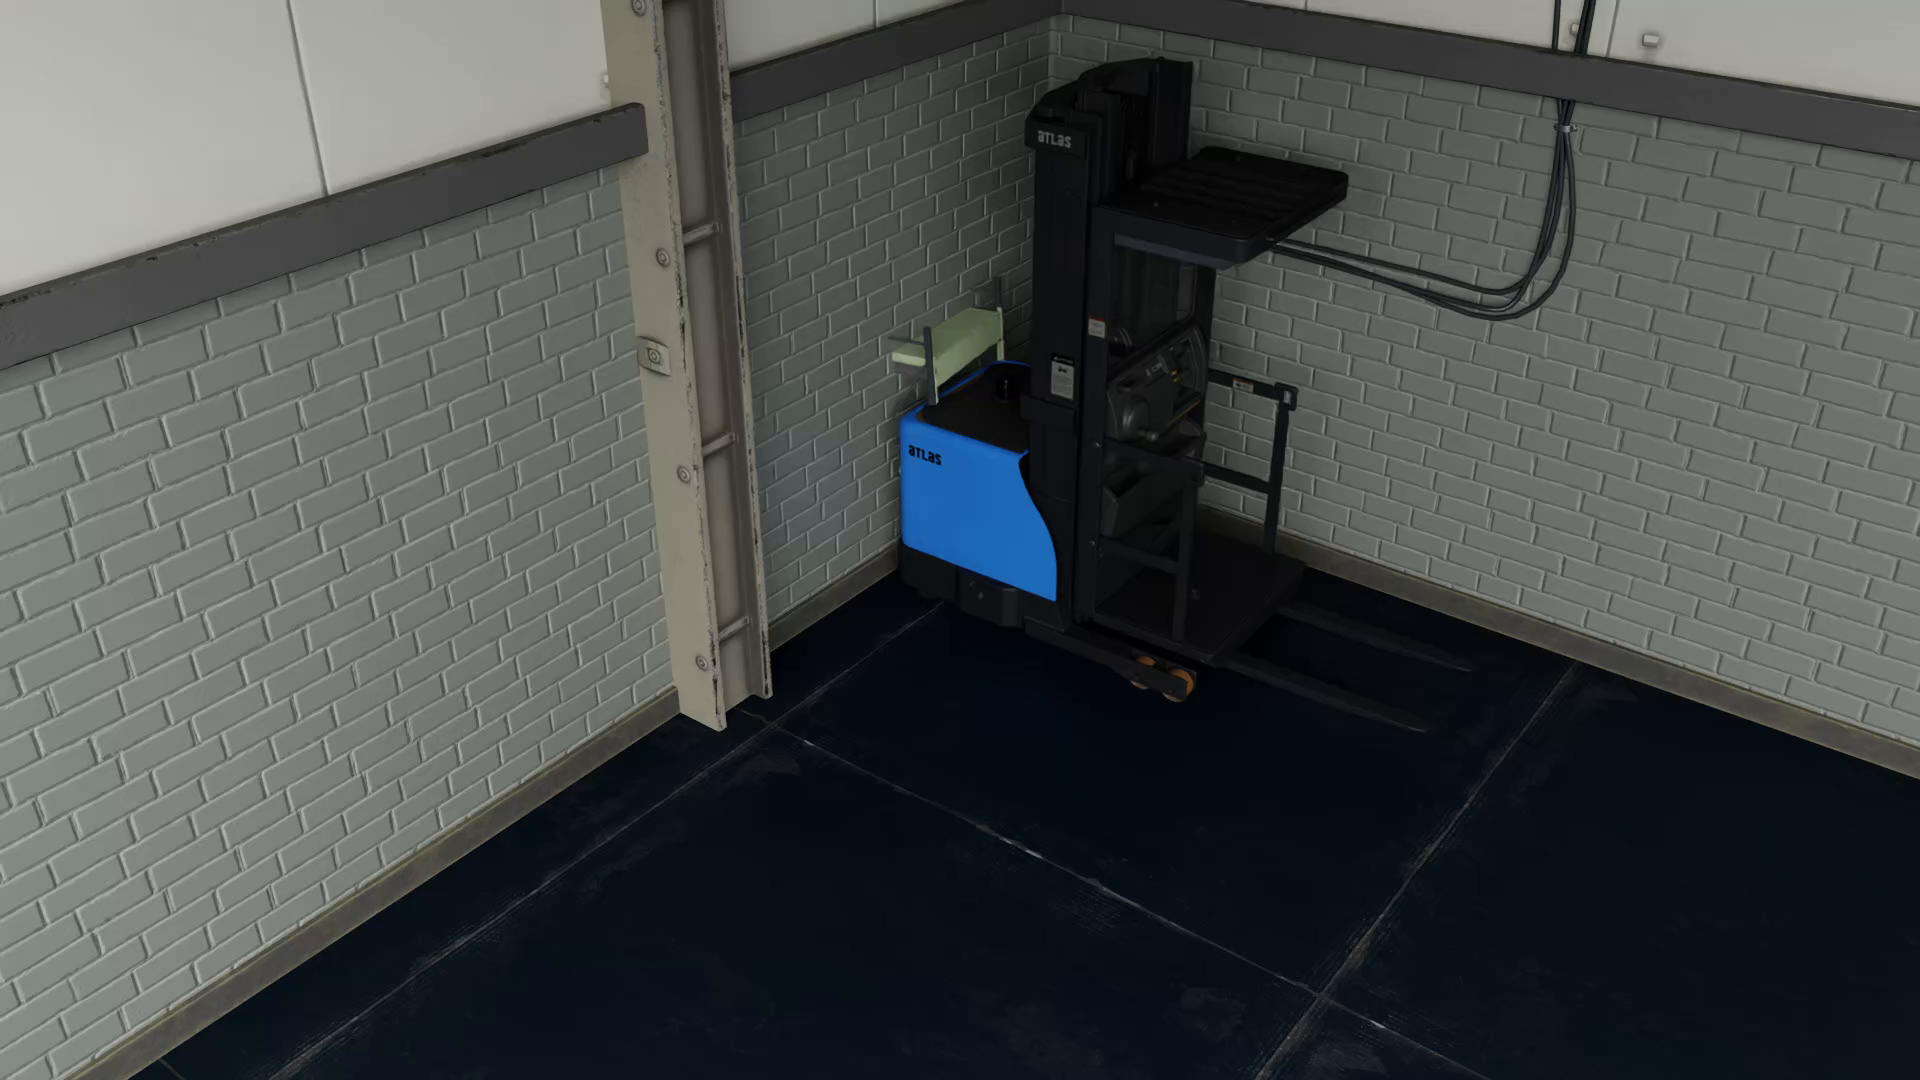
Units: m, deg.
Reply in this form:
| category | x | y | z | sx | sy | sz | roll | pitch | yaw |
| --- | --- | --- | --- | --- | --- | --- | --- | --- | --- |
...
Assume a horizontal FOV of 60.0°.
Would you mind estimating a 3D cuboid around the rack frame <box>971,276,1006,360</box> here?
| category | x | y | z | sx | sy | sz | roll | pitch | yaw |
| --- | --- | --- | --- | --- | --- | --- | --- | --- | --- |
| rack frame | 0.100 | -0.852 | 9.653 | 0.400 | 1.500 | 0.023 | 14 | 36 | 28 |

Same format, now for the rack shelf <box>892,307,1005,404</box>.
| category | x | y | z | sx | sy | sz | roll | pitch | yaw |
| --- | --- | --- | --- | --- | --- | --- | --- | --- | --- |
| rack shelf | -0.116 | -1.013 | 9.191 | 0.431 | 0.370 | 0.720 | 14 | 36 | 28 |

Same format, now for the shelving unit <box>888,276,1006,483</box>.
| category | x | y | z | sx | sy | sz | roll | pitch | yaw |
| --- | --- | --- | --- | --- | --- | --- | --- | --- | --- |
| shelving unit | -0.090 | -0.680 | 9.391 | 0.431 | 1.500 | 0.755 | 14 | 36 | 28 |

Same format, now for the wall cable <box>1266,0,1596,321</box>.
| category | x | y | z | sx | sy | sz | roll | pitch | yaw |
| --- | --- | --- | --- | --- | --- | --- | --- | --- | --- |
| wall cable | 1.642 | -2.506 | 8.256 | 3.097 | 2.526 | 0.112 | 21 | 37 | 31 |

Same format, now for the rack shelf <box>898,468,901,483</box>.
| category | x | y | z | sx | sy | sz | roll | pitch | yaw |
| --- | --- | --- | --- | --- | --- | --- | --- | --- | --- |
| rack shelf | -0.068 | -0.401 | 9.559 | 0.431 | 0.370 | 0.720 | 14 | 36 | 28 |

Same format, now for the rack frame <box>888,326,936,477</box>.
| category | x | y | z | sx | sy | sz | roll | pitch | yaw |
| --- | --- | --- | --- | --- | --- | --- | --- | --- | --- |
| rack frame | -0.279 | -0.508 | 9.130 | 0.400 | 1.500 | 0.023 | 14 | 36 | 28 |

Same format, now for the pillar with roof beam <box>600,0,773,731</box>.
| category | x | y | z | sx | sy | sz | roll | pitch | yaw |
| --- | --- | --- | --- | --- | --- | --- | --- | --- | --- |
| pillar with roof beam | 2.242 | -1.727 | 3.895 | 9.100 | 9.000 | 0.400 | 21 | 37 | 31 |

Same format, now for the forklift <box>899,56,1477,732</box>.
| category | x | y | z | sx | sy | sz | roll | pitch | yaw |
| --- | --- | --- | --- | --- | --- | --- | --- | --- | --- |
| forklift | 1.158 | -0.750 | 8.199 | 3.031 | 2.935 | 1.130 | 20 | 36 | 30 |
